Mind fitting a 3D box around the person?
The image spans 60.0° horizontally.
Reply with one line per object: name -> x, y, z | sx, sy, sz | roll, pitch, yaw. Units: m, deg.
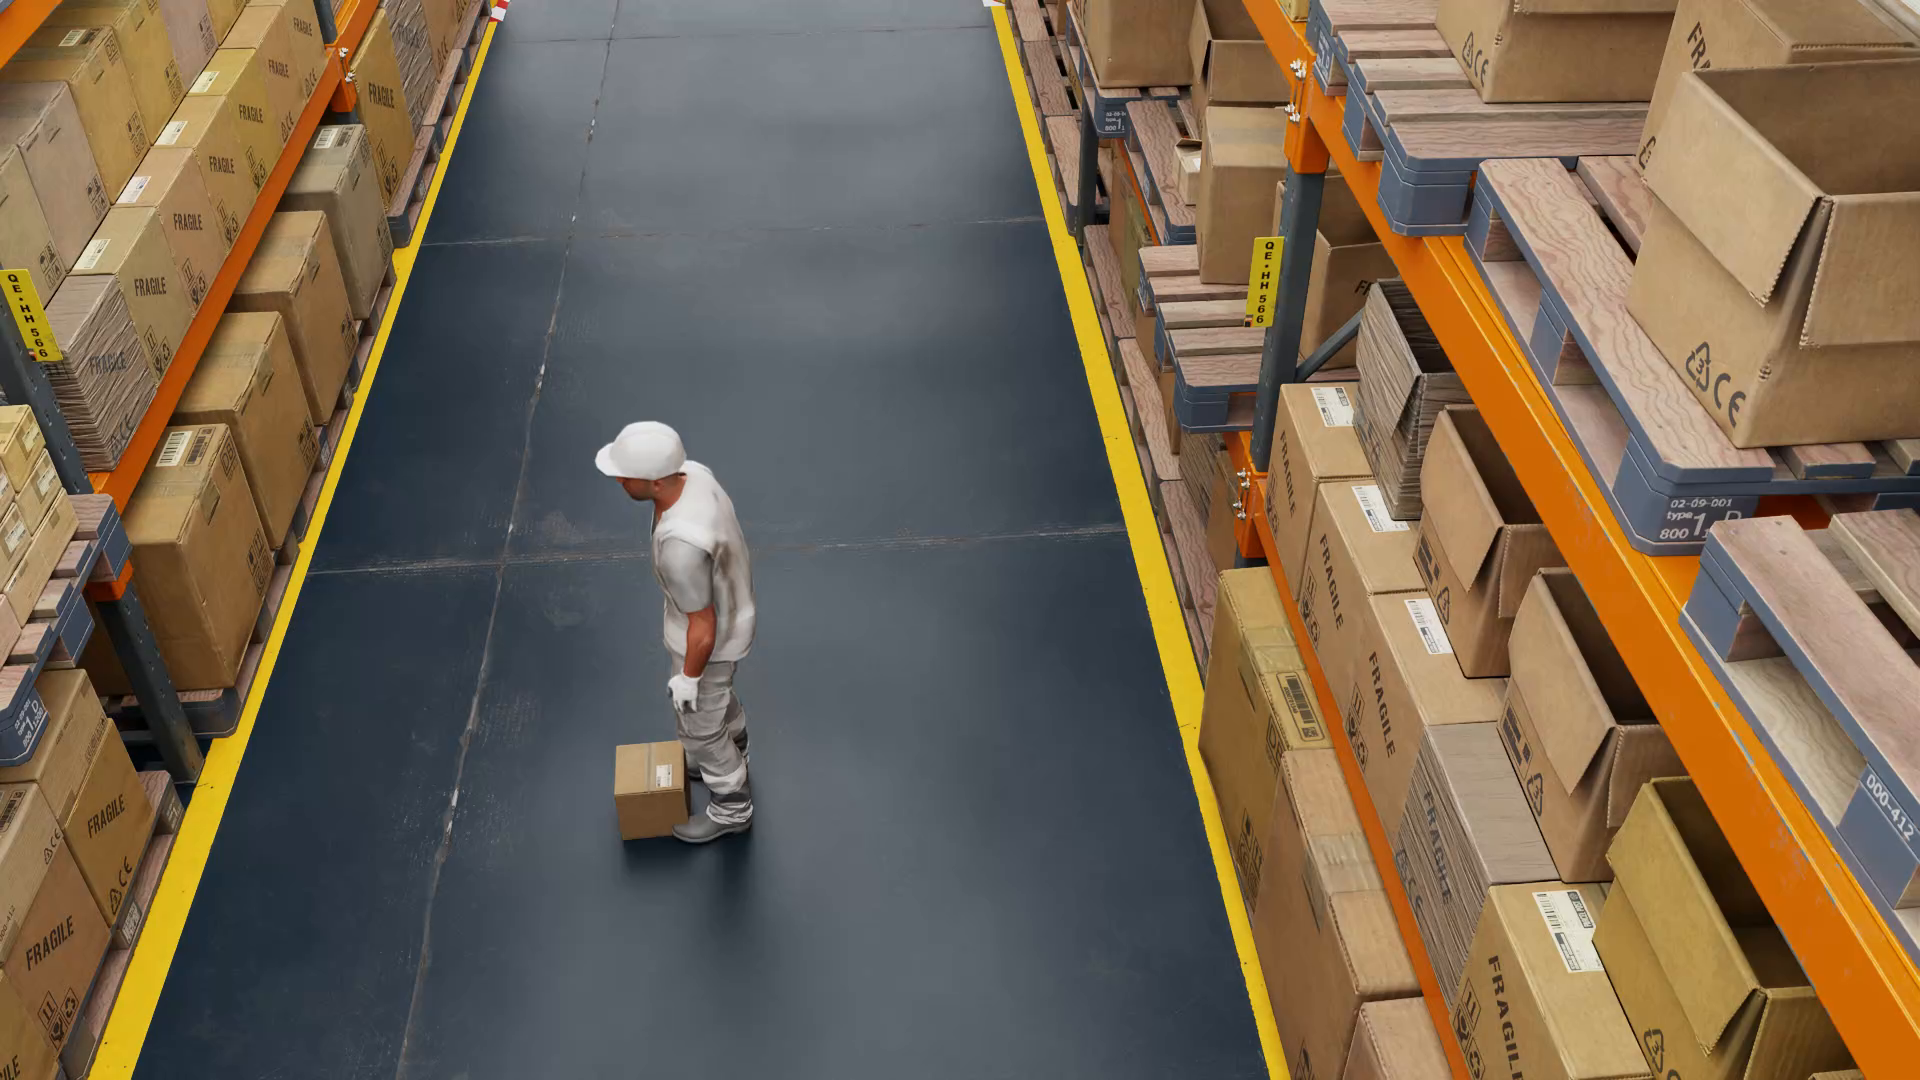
person -> -0.923, 0.317, 5.747 | 0.455, 1.779, 0.610 | -3, 39, -4
